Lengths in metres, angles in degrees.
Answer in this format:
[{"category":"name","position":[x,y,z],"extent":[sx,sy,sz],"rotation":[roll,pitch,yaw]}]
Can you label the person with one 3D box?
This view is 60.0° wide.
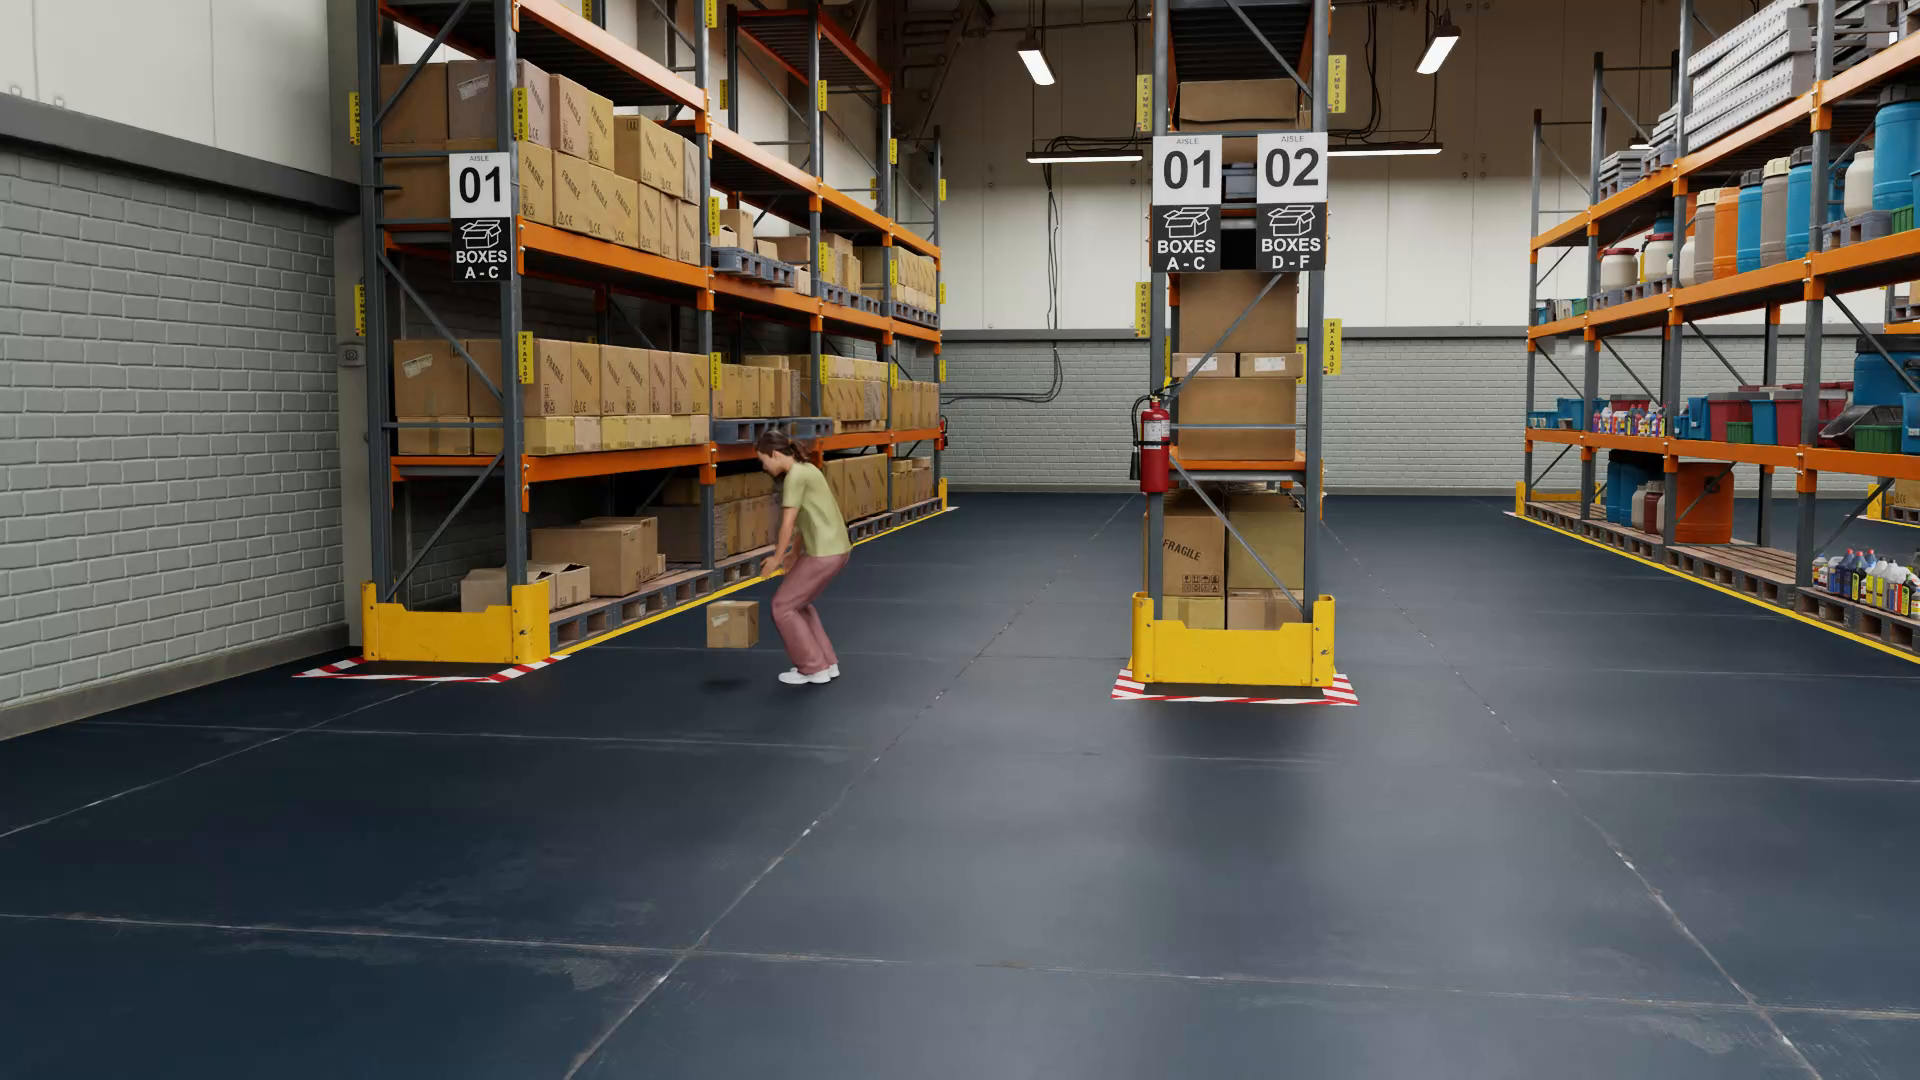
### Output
[{"category":"person","position":[-0.936,0.190,9.842],"extent":[0.554,1.308,0.502],"rotation":[1,5,10]}]
